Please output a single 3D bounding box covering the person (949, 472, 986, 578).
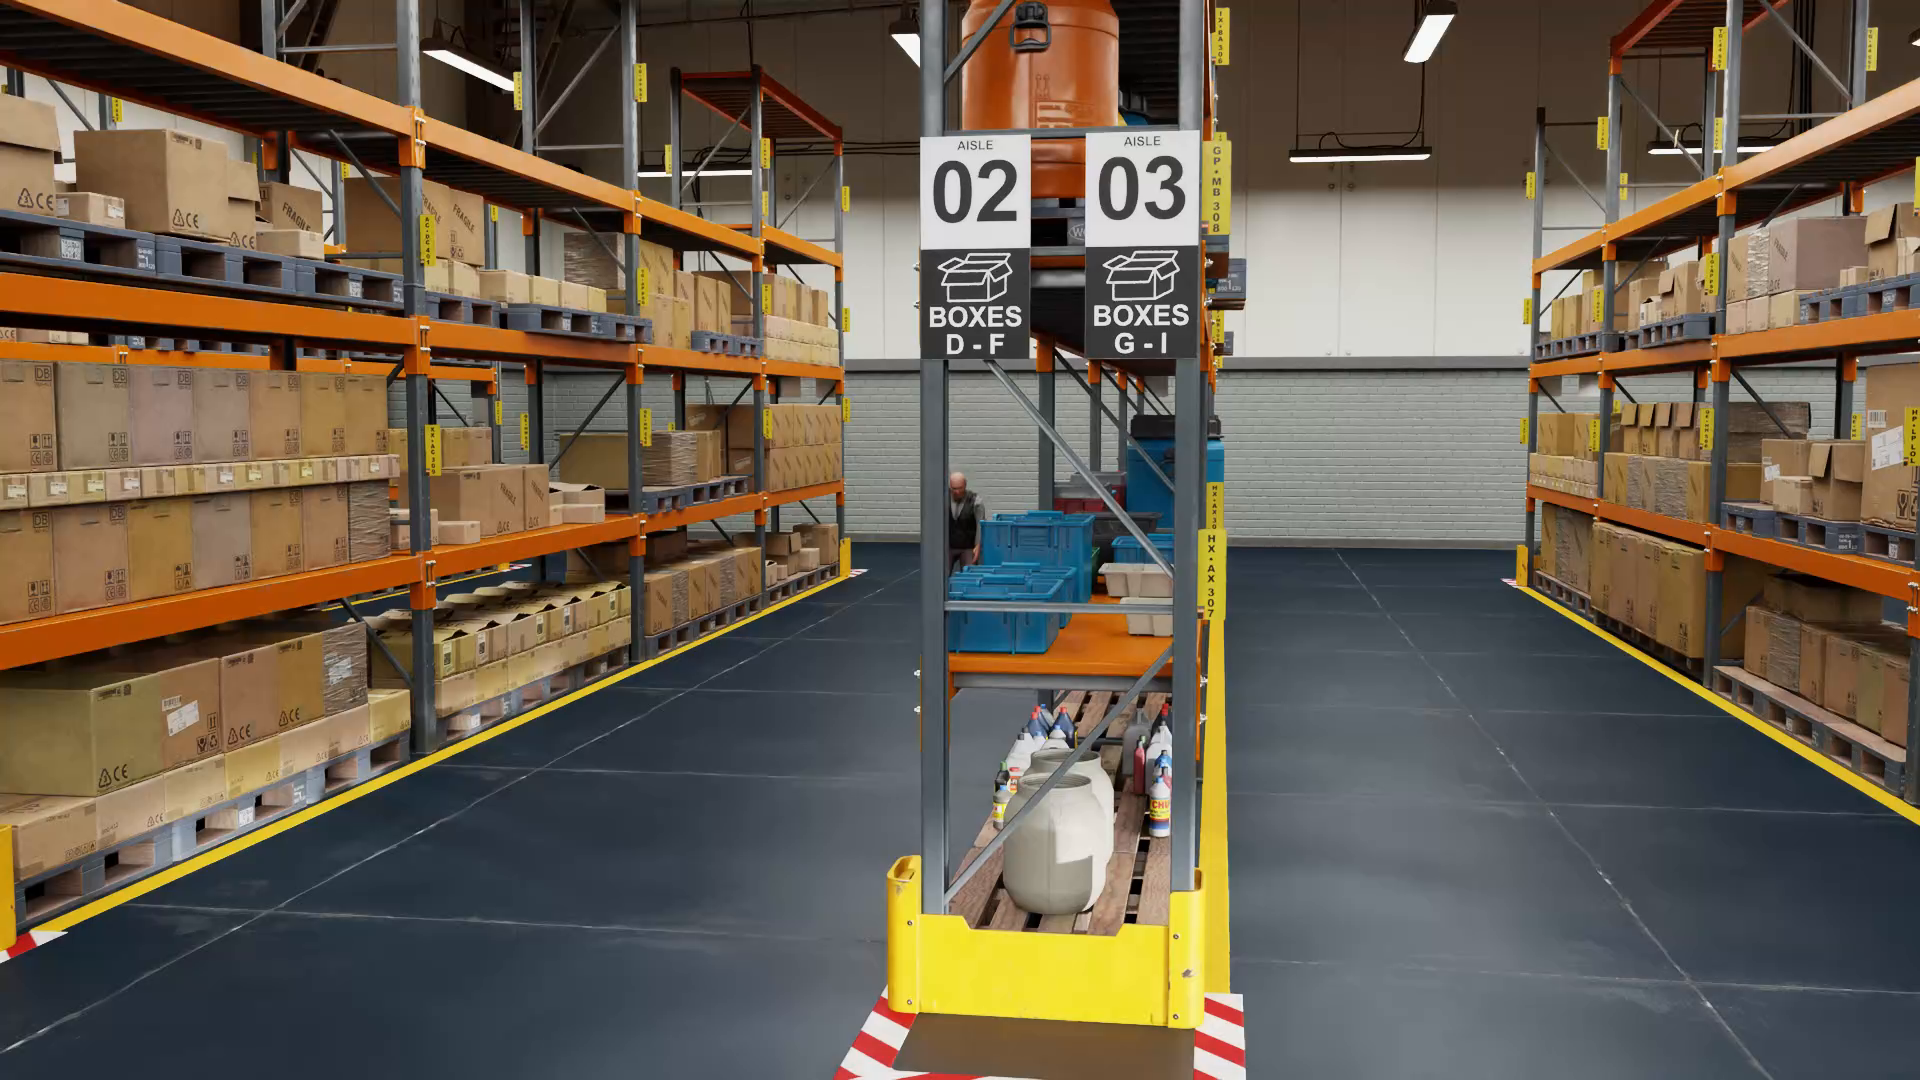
[{"bbox_3d":[-0.002,0.112,16.929,0.574,1.617,0.509,1,4,10],"label":"person"}]
